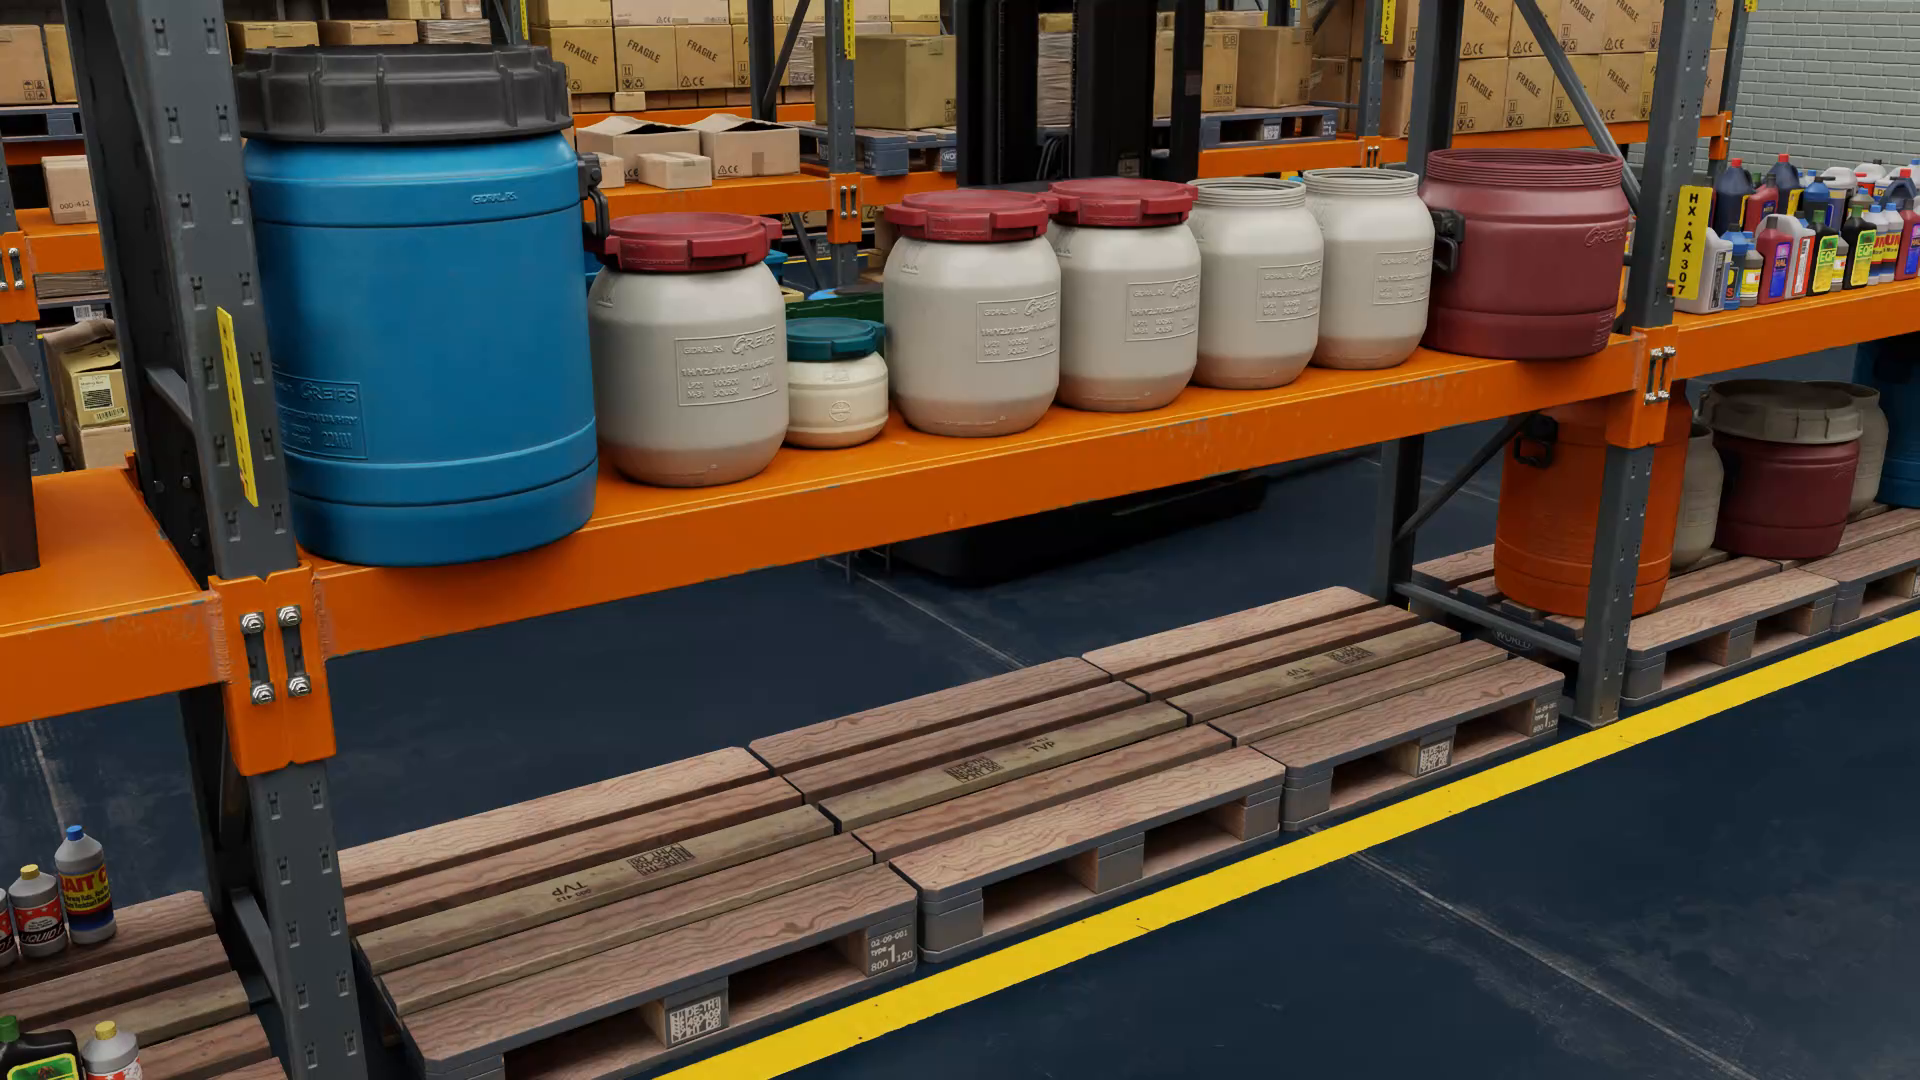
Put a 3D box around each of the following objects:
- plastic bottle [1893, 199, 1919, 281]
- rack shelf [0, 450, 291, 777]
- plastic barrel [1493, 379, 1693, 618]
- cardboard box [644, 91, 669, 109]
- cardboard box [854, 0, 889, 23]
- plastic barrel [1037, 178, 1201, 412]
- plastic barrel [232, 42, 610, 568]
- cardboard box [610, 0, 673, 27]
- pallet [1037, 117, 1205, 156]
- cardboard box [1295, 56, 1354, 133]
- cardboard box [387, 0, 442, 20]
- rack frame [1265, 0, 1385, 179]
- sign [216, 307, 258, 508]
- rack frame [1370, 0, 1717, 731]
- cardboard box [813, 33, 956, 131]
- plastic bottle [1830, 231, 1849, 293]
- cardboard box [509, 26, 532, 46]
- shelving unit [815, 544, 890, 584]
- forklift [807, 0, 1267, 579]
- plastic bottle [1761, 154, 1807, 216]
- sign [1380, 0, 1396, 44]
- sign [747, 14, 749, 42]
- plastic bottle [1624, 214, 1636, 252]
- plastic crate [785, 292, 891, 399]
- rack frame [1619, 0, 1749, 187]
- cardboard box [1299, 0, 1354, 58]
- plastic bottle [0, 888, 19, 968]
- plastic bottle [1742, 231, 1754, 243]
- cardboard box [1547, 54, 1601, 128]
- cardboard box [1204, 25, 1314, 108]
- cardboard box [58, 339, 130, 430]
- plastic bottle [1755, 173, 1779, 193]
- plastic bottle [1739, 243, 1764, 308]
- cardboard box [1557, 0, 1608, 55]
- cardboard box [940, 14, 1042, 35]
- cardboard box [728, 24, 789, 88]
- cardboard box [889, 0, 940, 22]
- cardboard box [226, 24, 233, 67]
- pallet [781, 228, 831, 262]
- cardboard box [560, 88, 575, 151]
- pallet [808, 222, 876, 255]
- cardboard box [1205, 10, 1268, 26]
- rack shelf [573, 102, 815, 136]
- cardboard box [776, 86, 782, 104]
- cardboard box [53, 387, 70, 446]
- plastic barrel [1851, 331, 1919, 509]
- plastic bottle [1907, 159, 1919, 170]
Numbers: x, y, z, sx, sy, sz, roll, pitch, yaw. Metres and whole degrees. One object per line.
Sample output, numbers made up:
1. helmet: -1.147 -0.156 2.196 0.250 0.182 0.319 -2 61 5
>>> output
1. plastic bottle: 3.367 -1.070 5.908 0.133 0.283 0.061 -12 22 -31
2. rack shelf: -3.174 0.454 2.343 4.000 0.370 1.077 -12 22 -31
3. plastic barrel: 2.237 -0.206 5.902 0.708 0.830 0.600 -12 22 -31
4. cardboard box: -2.583 -3.624 13.642 0.250 0.149 0.380 -12 22 -32
5. cardboard box: -0.952 -4.613 14.385 0.500 0.250 0.500 -11 22 -30
6. plastic barrel: 0.390 -0.619 4.180 0.433 0.535 0.433 0 19 0
7. plastic barrel: -1.014 -0.464 3.151 0.708 0.901 0.600 -12 22 -31
8. cardboard box: -2.642 -4.253 13.318 0.500 0.250 0.500 -12 22 -32
9. pallet: 0.738 -2.522 10.322 1.213 0.211 1.003 -12 22 -31
10. cardboard box: 2.733 -3.178 11.806 0.500 0.500 0.500 -11 22 -31
11. cardboard box: -4.143 -4.028 12.619 0.250 0.149 0.380 -17 25 -40
12. rack frame: 2.457 -2.974 11.359 0.127 3.000 1.000 -12 22 -31
13. sign: -1.210 -0.222 2.784 0.005 0.325 0.100 -12 22 -31
14. rack frame: 1.837 -0.944 5.354 0.127 3.000 1.000 -12 22 -31
15. cardboard box: -0.420 -2.657 9.609 0.700 0.500 0.500 14 23 35
16. plastic bottle: 2.986 -0.958 5.704 0.097 0.201 0.097 0 19 0
17. cardboard box: -3.362 -3.945 13.580 0.500 0.500 0.500 -12 22 -31
18. shelving unit: -0.444 -0.301 6.730 0.210 0.900 0.258 -15 24 -38
19. forklift: 0.784 -1.604 7.413 3.031 2.935 1.130 -15 24 -38
20. plastic bottle: 3.317 -1.380 6.721 0.185 0.351 0.144 -12 22 -31
21. sign: 2.765 -3.375 10.736 0.005 0.325 0.100 -12 22 -31
22. sign: -1.190 -2.924 9.526 0.005 0.325 0.100 -12 22 -31
23. plastic bottle: 2.484 -1.143 6.252 0.097 0.201 0.097 0 19 0
24. plastic crate: -0.204 -0.521 4.434 0.662 0.188 0.450 -12 22 -31
25. rack frame: 5.798 -3.679 13.443 0.127 3.000 1.000 -12 22 -31
26. cardboard box: 2.737 -3.654 11.651 0.500 0.500 0.500 -12 22 -31
27. plastic bottle: -2.180 0.852 3.722 0.097 0.201 0.097 0 19 0
28. plastic bottle: 2.679 -0.951 5.685 0.097 0.201 0.097 0 19 0
29. cardboard box: 4.301 -3.307 12.187 0.500 0.500 0.500 -12 22 -32
30. cardboard box: 1.938 -3.197 11.206 0.700 0.500 0.500 14 23 35
31. cardboard box: -3.742 -0.733 7.492 0.500 0.311 0.500 -12 22 -31
32. plastic bottle: 3.194 -1.315 6.634 0.133 0.283 0.061 -12 22 -31
33. plastic bottle: 2.570 -0.870 5.445 0.097 0.201 0.097 0 19 0
34. cardboard box: 4.296 -3.776 12.012 0.500 0.500 0.500 -11 22 -30
35. cardboard box: 0.191 -4.532 15.498 0.700 0.700 0.980 -12 22 -31
36. cardboard box: -1.777 -4.080 13.976 0.500 0.500 0.500 -11 22 -30
37. cardboard box: -0.520 -4.701 14.643 0.500 0.250 0.500 -11 22 -30
38. cardboard box: -5.505 -3.447 11.913 0.500 0.500 0.700 -9 21 -24
39. pallet: -1.893 -2.605 14.621 1.213 0.211 1.003 -12 22 -31
40. cardboard box: -2.276 -2.017 8.371 0.500 0.500 0.500 -13 23 -34
41. pallet: -0.874 -2.821 15.261 1.213 0.211 1.003 -12 22 -31
42. cardboard box: 2.650 -5.053 17.038 0.700 0.700 0.980 -11 21 -29
43. rack shelf: -1.941 -3.605 14.349 4.000 0.370 1.077 -12 22 -31
44. cardboard box: -1.711 -3.798 14.156 0.250 0.149 0.380 -11 22 -30
45. cardboard box: -4.038 -0.612 8.009 0.500 0.250 0.500 -12 22 -32
46. plastic barrel: 4.123 -0.638 7.068 0.708 0.901 0.600 -12 22 -31
47. plastic bottle: 4.164 -1.530 7.289 0.097 0.271 0.097 0 19 0
